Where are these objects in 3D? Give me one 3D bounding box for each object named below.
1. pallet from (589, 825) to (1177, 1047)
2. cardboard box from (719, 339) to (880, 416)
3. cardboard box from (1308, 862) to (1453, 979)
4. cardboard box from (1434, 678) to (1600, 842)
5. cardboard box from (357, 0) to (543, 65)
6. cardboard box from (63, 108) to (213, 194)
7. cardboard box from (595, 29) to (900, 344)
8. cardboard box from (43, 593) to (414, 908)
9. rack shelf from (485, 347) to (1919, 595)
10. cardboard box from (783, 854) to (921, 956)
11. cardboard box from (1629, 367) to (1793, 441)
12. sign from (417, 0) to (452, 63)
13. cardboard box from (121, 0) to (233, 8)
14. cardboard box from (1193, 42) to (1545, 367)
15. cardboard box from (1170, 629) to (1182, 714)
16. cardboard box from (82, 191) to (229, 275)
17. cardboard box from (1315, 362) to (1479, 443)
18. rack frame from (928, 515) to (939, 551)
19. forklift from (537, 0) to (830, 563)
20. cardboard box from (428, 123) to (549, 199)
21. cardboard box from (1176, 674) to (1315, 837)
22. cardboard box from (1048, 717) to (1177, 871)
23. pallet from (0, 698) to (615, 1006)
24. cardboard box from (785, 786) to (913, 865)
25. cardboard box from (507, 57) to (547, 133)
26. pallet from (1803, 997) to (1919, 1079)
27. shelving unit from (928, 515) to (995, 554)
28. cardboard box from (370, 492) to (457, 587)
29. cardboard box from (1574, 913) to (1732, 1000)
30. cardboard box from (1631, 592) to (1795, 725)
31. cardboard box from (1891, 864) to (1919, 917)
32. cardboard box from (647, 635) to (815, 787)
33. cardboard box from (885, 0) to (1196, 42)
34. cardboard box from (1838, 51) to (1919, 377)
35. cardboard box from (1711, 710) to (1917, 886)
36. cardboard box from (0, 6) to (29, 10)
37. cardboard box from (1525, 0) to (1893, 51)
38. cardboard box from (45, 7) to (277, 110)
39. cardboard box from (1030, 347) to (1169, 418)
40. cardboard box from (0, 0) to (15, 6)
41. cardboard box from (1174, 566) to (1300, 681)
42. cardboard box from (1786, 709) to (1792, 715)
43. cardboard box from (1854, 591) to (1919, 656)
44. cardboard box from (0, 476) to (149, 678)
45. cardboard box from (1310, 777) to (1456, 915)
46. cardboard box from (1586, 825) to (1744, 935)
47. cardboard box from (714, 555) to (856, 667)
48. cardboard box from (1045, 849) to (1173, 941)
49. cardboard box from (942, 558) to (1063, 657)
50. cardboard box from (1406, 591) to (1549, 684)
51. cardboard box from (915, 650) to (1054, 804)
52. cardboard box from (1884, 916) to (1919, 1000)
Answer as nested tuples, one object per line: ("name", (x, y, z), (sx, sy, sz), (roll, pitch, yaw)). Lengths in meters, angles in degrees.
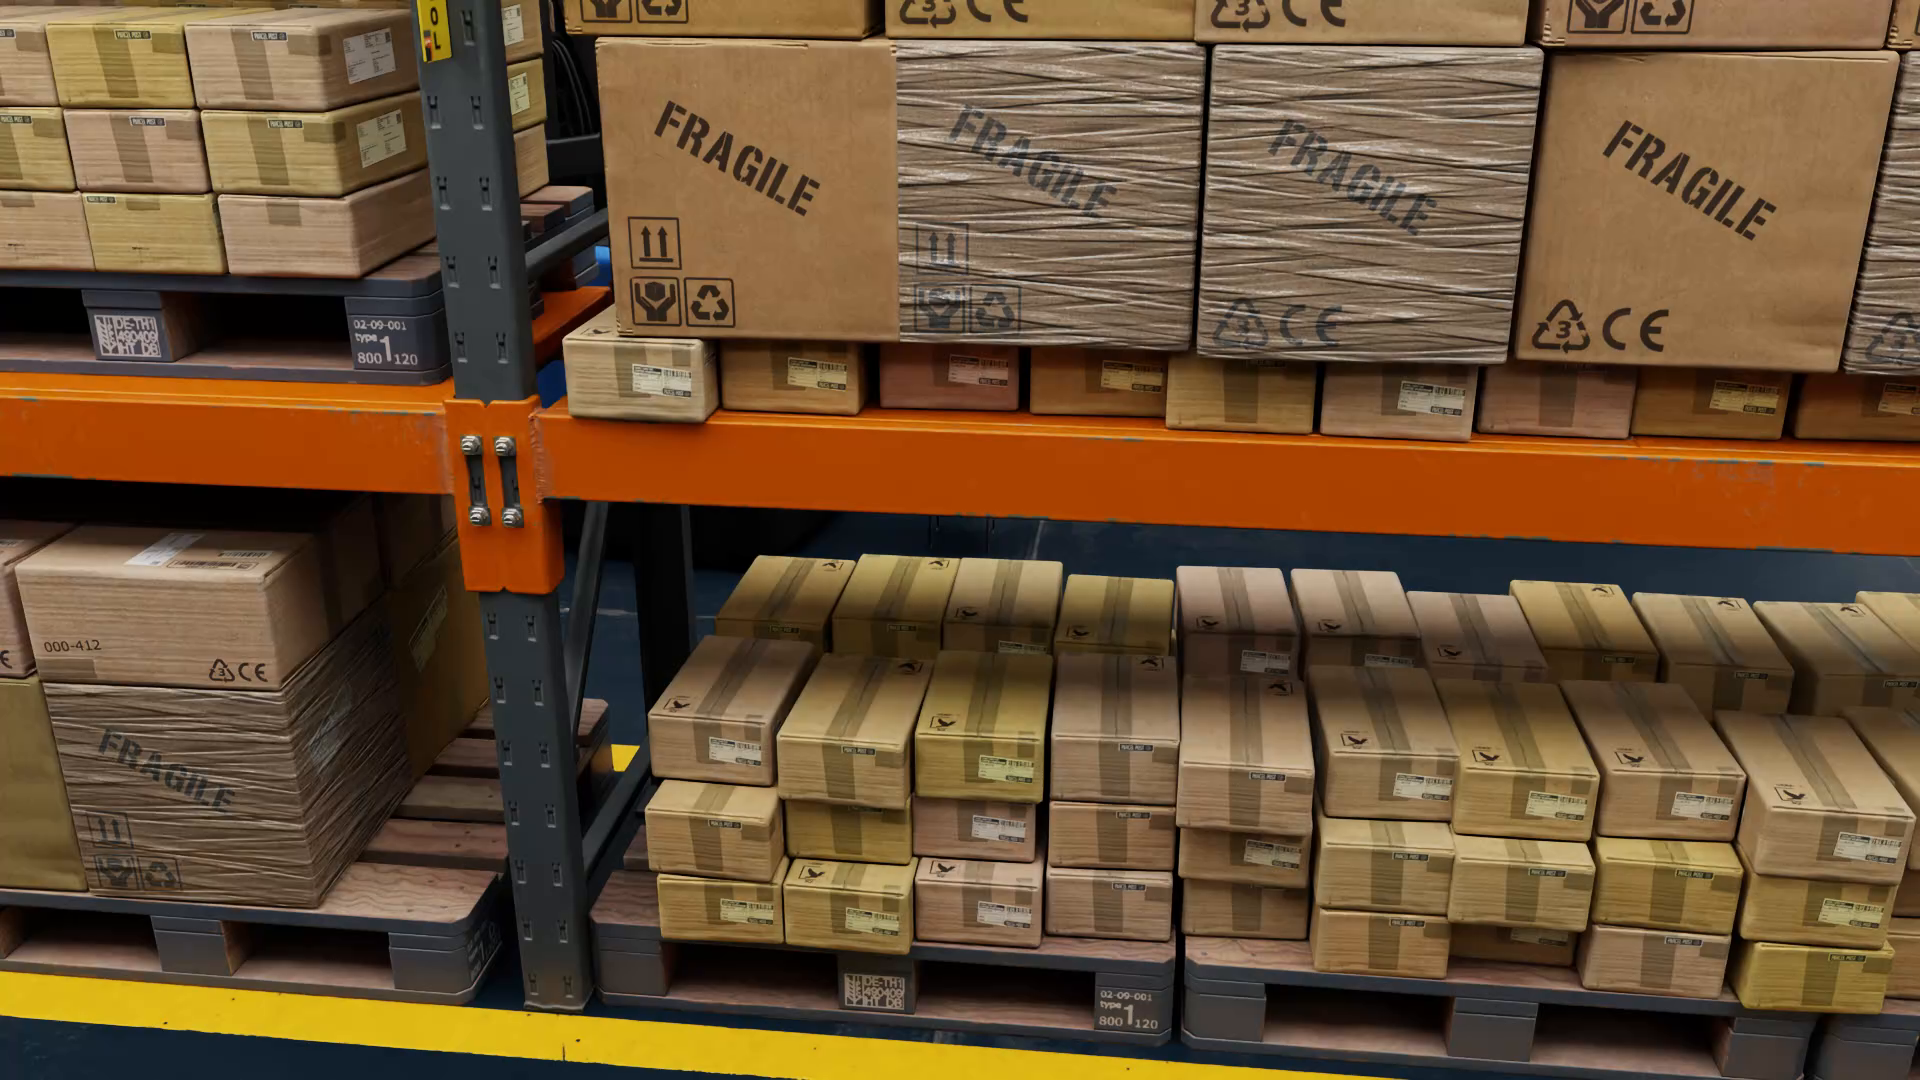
("pallet", (-0.114, 0.718, 3.837), (1.213, 0.211, 1.003), (2, 22, 6))
("cardboard box", (-0.277, -0.363, 3.119), (0.250, 0.149, 0.380), (3, 22, 8))
("cardboard box", (0.832, 0.710, 3.371), (0.250, 0.149, 0.380), (2, 22, 5))
("cardboard box", (1.081, 0.426, 3.279), (0.250, 0.149, 0.380), (3, 22, 7))
("cardboard box", (-1.123, -1.135, 3.693), (0.250, 0.149, 0.380), (4, 22, 9))
("cardboard box", (-1.466, -0.768, 3.168), (0.250, 0.149, 0.380), (3, 22, 7))
("cardboard box", (-0.323, -0.667, 3.005), (0.500, 0.500, 0.500), (2, 22, 5))
("cardboard box", (-1.550, 0.432, 3.596), (0.500, 0.500, 0.500), (2, 22, 5))
("rack shelf", (1.201, -0.174, 3.279), (4.000, 0.370, 1.077), (2, 22, 6))
("cardboard box", (-0.197, 0.680, 3.446), (0.250, 0.149, 0.380), (3, 22, 8))
("cardboard box", (1.296, -0.310, 2.985), (0.250, 0.149, 0.380), (3, 22, 7))
("sign", (-0.847, -0.931, 2.639), (0.005, 0.325, 0.100), (2, 22, 6))
("cardboard box", (-1.654, -1.157, 3.748), (0.250, 0.149, 0.380), (3, 22, 7))
("cardboard box", (0.665, -0.613, 2.869), (0.500, 0.500, 0.500), (2, 22, 5))
("cardboard box", (0.596, 0.357, 3.858), (0.250, 0.149, 0.380), (3, 22, 8))
("cardboard box", (-1.461, -0.629, 3.223), (0.250, 0.149, 0.380), (3, 22, 7))
("cardboard box", (0.771, -0.307, 2.979), (0.250, 0.149, 0.380), (3, 22, 9))
("rack frame", (-0.093, -0.423, 5.785), (0.006, 0.900, 0.240), (2, 22, 6))
("forklift", (-1.886, -1.594, 5.985), (3.031, 2.935, 1.130), (7, 23, 17))
("cardboard box", (-1.123, -0.859, 3.802), (0.250, 0.149, 0.380), (1, 22, 4))
("cardboard box", (0.561, 0.420, 3.296), (0.250, 0.149, 0.380), (3, 22, 7))
("cardboard box", (0.313, 0.518, 3.452), (0.250, 0.149, 0.380), (1, 22, 4))
("pallet", (-1.559, 0.669, 3.962), (1.213, 0.211, 1.003), (2, 22, 6))
("cardboard box", (-0.201, 0.508, 3.477), (0.250, 0.149, 0.380), (3, 22, 7))
("cardboard box", (-1.123, -0.997, 3.747), (0.250, 0.149, 0.380), (3, 22, 7))
("pallet", (2.309, 0.823, 3.570), (1.213, 0.211, 1.003), (2, 22, 6))
("shelving unit", (0.008, -0.418, 5.773), (0.210, 0.900, 0.258), (2, 22, 6))
("cardboard box", (-1.488, -0.105, 3.935), (0.500, 0.250, 0.500), (2, 22, 4))
("cardboard box", (1.344, 0.732, 3.316), (0.250, 0.149, 0.380), (3, 22, 7))
("cardboard box", (1.653, 0.263, 3.691), (0.250, 0.149, 0.380), (3, 22, 8))
("cardboard box", (1.858, 0.580, 3.294), (0.250, 0.149, 0.380), (2, 22, 6))
("cardboard box", (-0.468, 0.349, 3.474), (0.250, 0.149, 0.380), (3, 22, 8))
("cardboard box", (0.150, -1.120, 2.791), (0.500, 0.500, 0.500), (2, 22, 5))
("cardboard box", (1.695, -0.575, 2.774), (0.500, 0.500, 0.500), (3, 22, 6))
("cardboard box", (1.593, 0.479, 3.145), (0.250, 0.149, 0.380), (3, 22, 8))
("cardboard box", (-1.991, -0.931, 3.176), (0.250, 0.149, 0.380), (2, 22, 6))
("cardboard box", (1.157, -1.064, 2.650), (0.500, 0.500, 0.500), (2, 22, 4))
("cardboard box", (-1.474, -0.908, 3.117), (0.250, 0.149, 0.380), (2, 22, 5))
("cardboard box", (0.263, -0.356, 3.103), (0.250, 0.149, 0.380), (2, 22, 4))
("cardboard box", (-2.156, -1.180, 3.805), (0.250, 0.149, 0.380), (2, 22, 6))
("cardboard box", (0.633, 0.202, 3.847), (0.250, 0.149, 0.380), (1, 22, 4))
("cardboard box", (1.936, 0.392, 3.770), (0.250, 0.149, 0.380), (3, 22, 8))
("cardboard box", (2.183, 0.259, 3.701), (0.250, 0.149, 0.380), (2, 22, 6))
("cardboard box", (-2.064, 0.056, 3.526), (0.500, 0.250, 0.500), (4, 22, 9))
("cardboard box", (0.826, 0.572, 3.314), (0.250, 0.149, 0.380), (2, 22, 6))
("cardboard box", (1.345, 0.594, 3.259), (0.250, 0.149, 0.380), (4, 22, 9))
("cardboard box", (-0.401, 0.179, 3.904), (0.250, 0.149, 0.380), (3, 22, 8))
("cardboard box", (0.313, 0.664, 3.486), (0.250, 0.149, 0.380), (2, 22, 5))
("cardboard box", (0.105, 0.184, 3.892), (0.250, 0.149, 0.380), (2, 22, 6))
("cardboard box", (1.136, 0.259, 3.701), (0.250, 0.149, 0.380), (3, 22, 6))
("cardboard box", (0.056, 0.376, 3.407), (0.250, 0.149, 0.380), (2, 22, 6))
("cardboard box", (1.873, 0.739, 3.297), (0.250, 0.149, 0.380), (3, 22, 7))
